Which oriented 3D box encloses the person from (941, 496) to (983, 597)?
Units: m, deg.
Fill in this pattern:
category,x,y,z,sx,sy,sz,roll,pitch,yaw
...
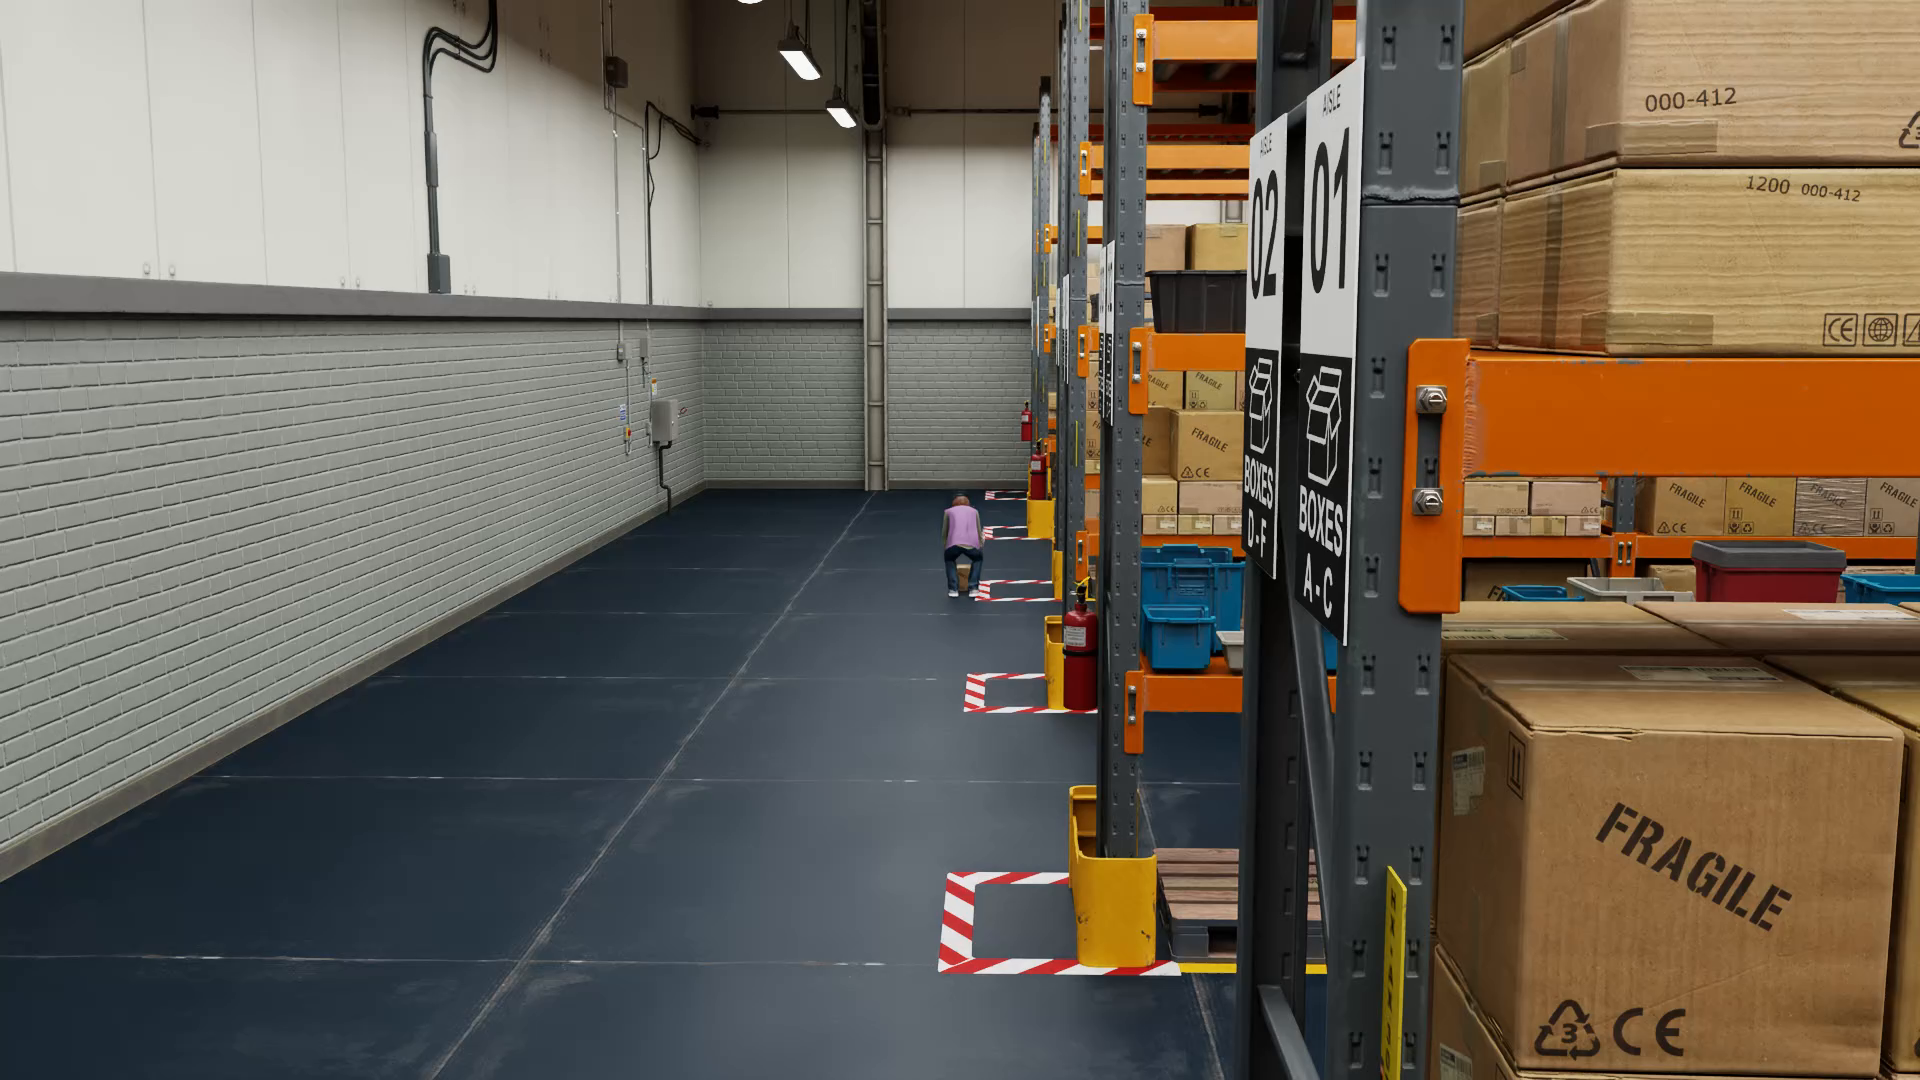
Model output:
category,x,y,z,sx,sy,sz,roll,pitch,yaw
person,0.015,0.075,17.474,0.458,1.022,0.768,1,7,5
